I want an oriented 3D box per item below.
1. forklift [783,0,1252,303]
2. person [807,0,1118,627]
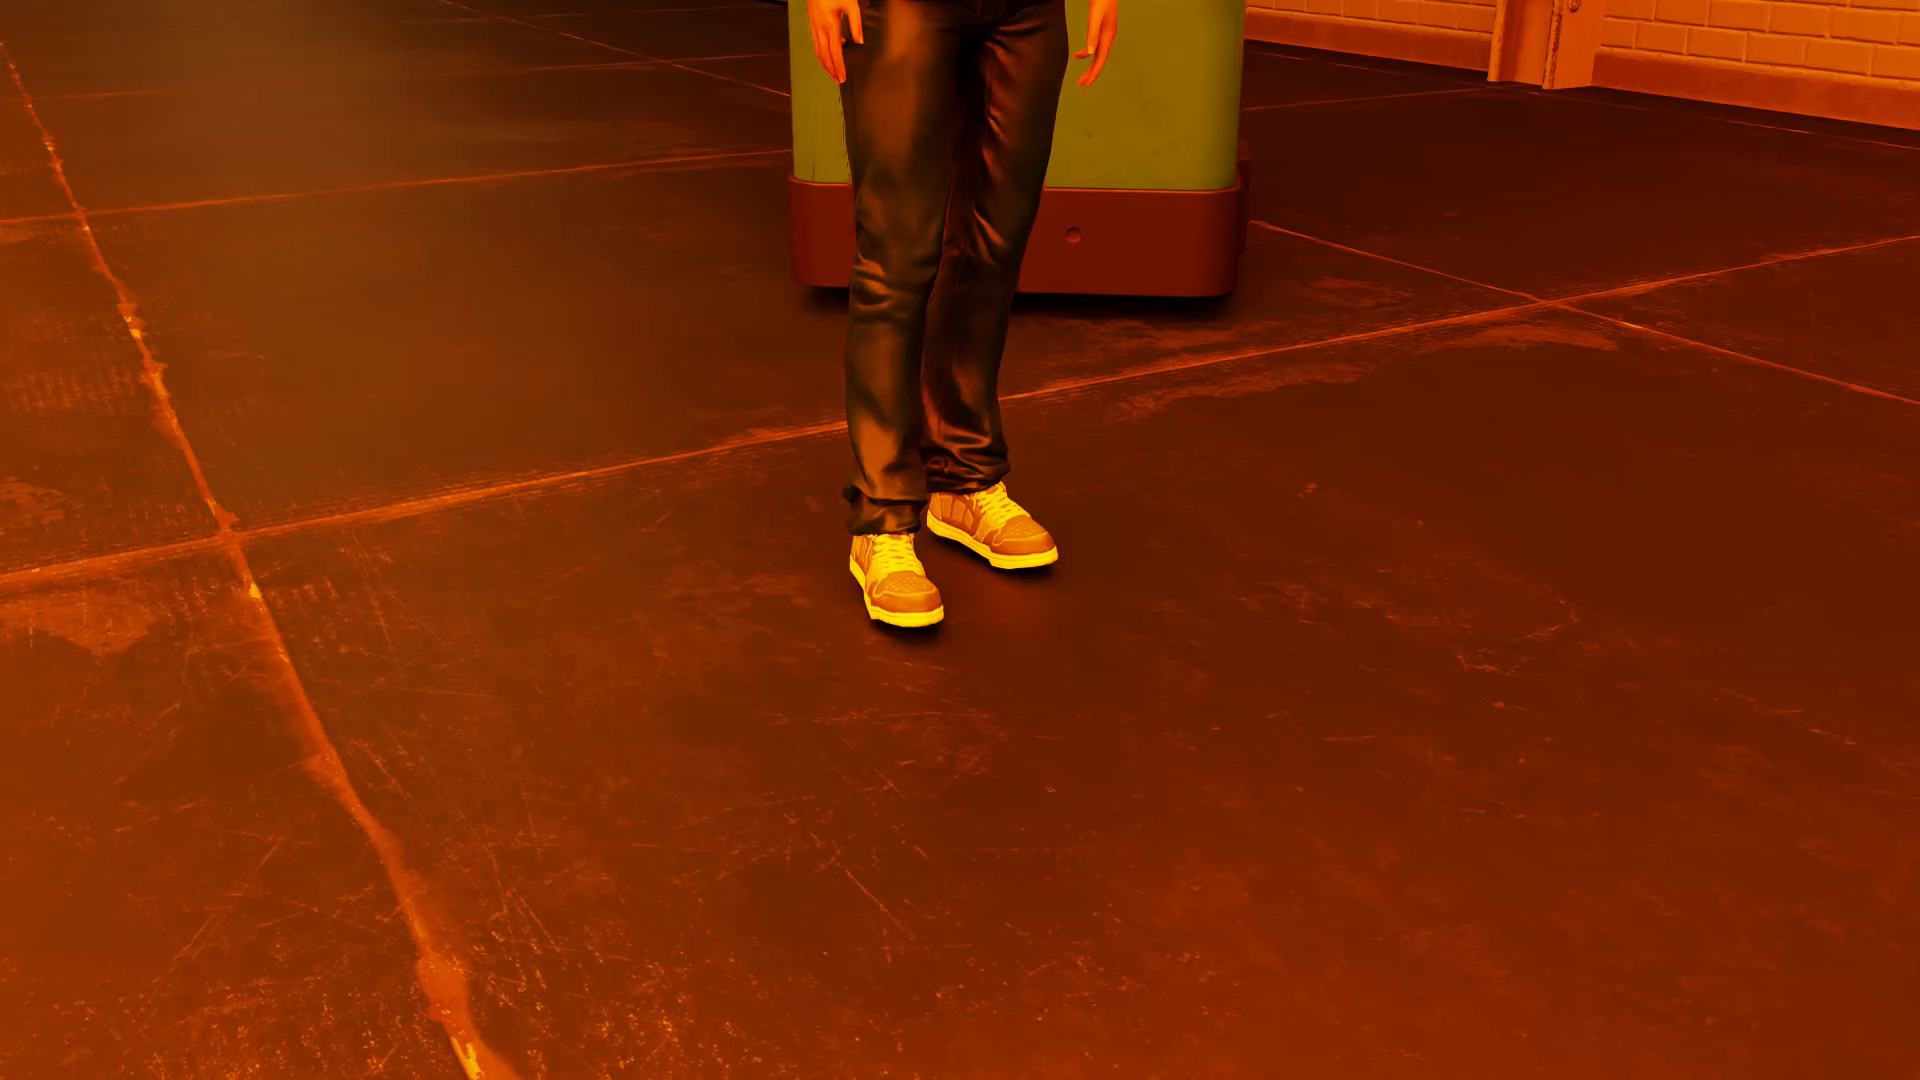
[{"bbox_3d":[0.277,-2.412,4.653,1.130,2.935,3.031,3,22,6],"label":"forklift"},{"bbox_3d":[0.026,-0.718,2.262,0.520,1.600,0.472,-12,25,-28],"label":"person"}]
